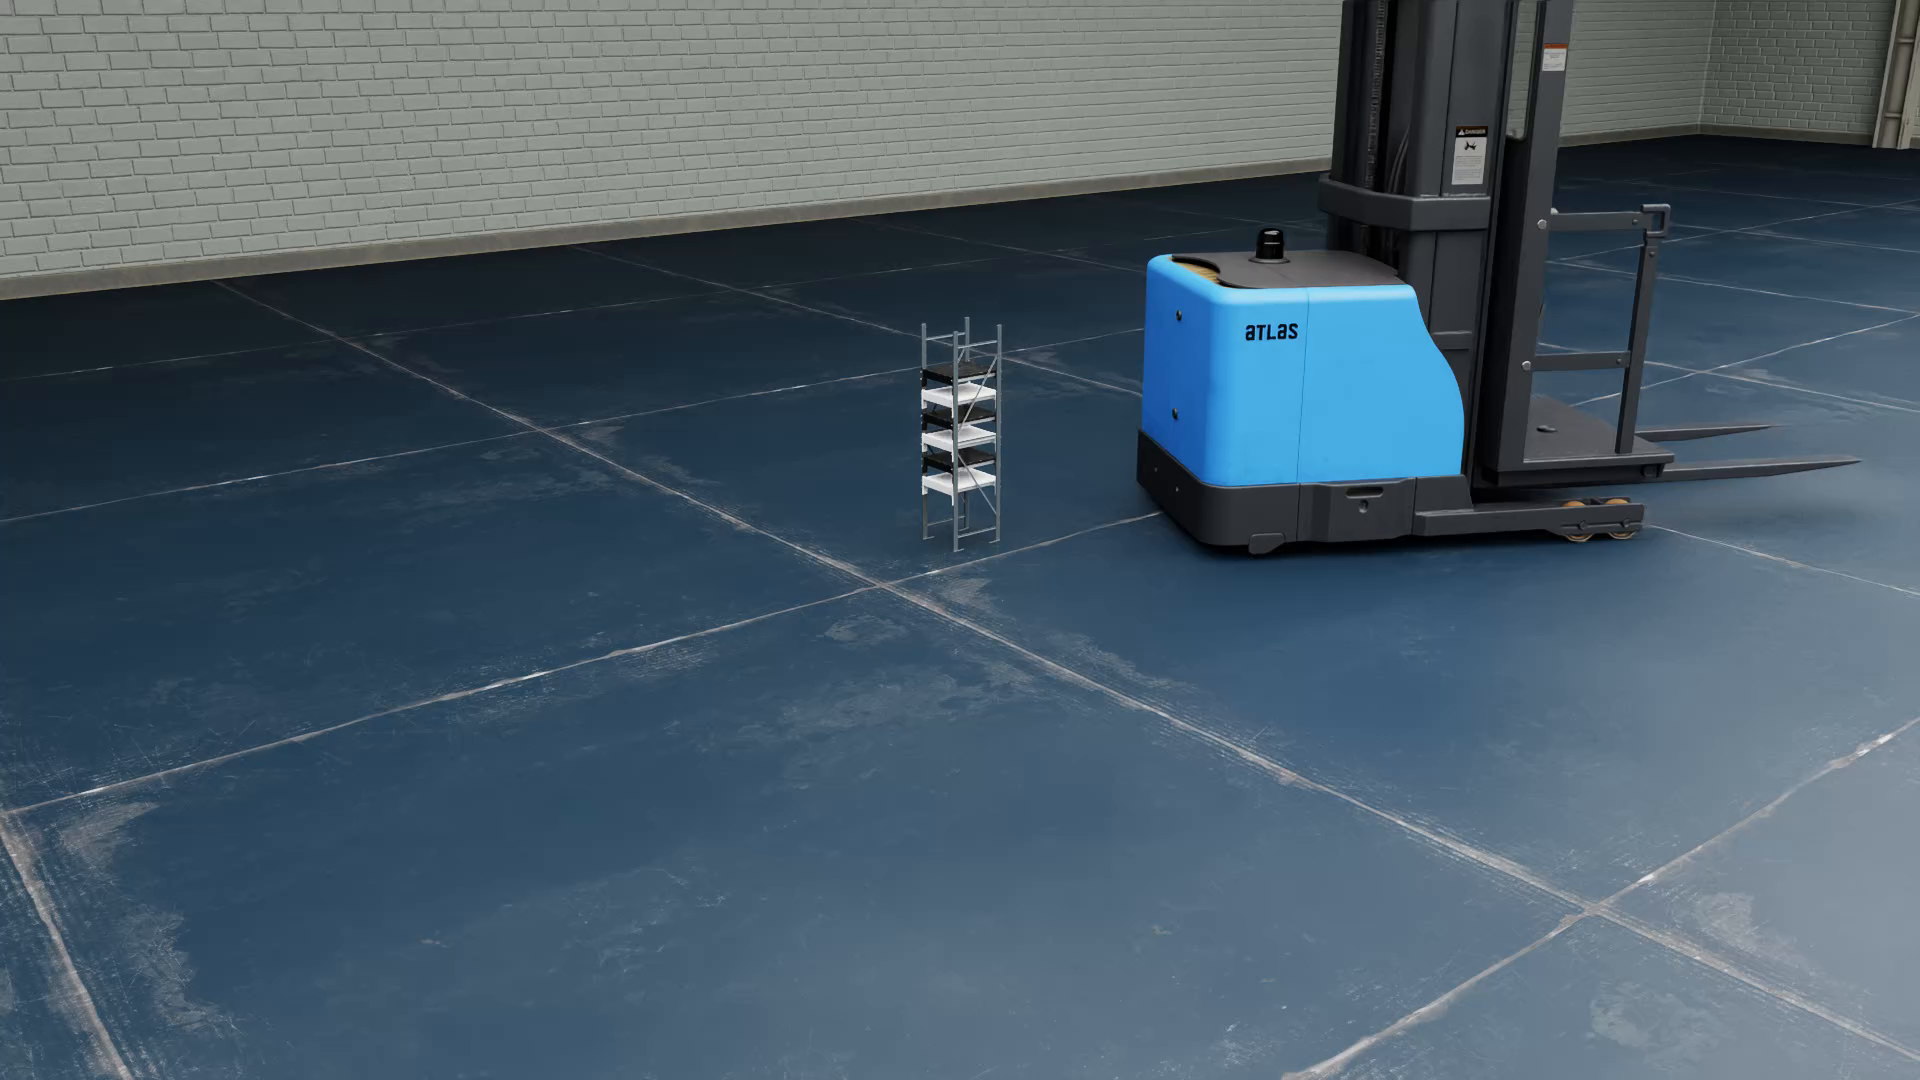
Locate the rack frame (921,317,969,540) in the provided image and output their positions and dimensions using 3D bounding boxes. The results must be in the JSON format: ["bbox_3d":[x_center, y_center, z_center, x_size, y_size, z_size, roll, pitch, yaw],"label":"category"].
[{"bbox_3d":[-0.058,-0.450,6.791,0.240,0.900,0.006,-14,23,-36],"label":"rack frame"}]

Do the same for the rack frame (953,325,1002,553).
[{"bbox_3d":[0.068,-0.400,6.639,0.240,0.900,0.006,-14,23,-36],"label":"rack frame"}]

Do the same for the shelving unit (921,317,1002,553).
[{"bbox_3d":[0.005,-0.425,6.715,0.258,0.900,0.210,-14,23,-36],"label":"shelving unit"}]

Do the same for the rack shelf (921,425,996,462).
[{"bbox_3d":[0.005,-0.394,6.725,0.258,0.077,0.200,-14,23,-36],"label":"rack shelf"}]

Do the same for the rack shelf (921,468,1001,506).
[{"bbox_3d":[0.005,-0.223,6.782,0.258,0.077,0.200,-14,23,-36],"label":"rack shelf"}]

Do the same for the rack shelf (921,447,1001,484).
[{"bbox_3d":[0.005,-0.308,6.754,0.258,0.077,0.200,-14,23,-36],"label":"rack shelf"}]

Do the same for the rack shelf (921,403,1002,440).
[{"bbox_3d":[0.005,-0.479,6.697,0.258,0.077,0.200,-14,23,-36],"label":"rack shelf"}]

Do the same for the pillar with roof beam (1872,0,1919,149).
[{"bbox_3d":[9.989,-9.066,19.925,9.100,9.000,0.400,-14,23,-36],"label":"pillar with roof beam"}]

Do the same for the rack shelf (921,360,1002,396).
[{"bbox_3d":[0.005,-0.650,6.641,0.258,0.077,0.200,-14,23,-36],"label":"rack shelf"}]

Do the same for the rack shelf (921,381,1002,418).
[{"bbox_3d":[0.005,-0.564,6.669,0.258,0.077,0.200,-14,23,-36],"label":"rack shelf"}]

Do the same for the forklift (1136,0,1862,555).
[{"bbox_3d":[2.358,-1.542,6.856,3.031,2.935,1.130,-3,19,-10],"label":"forklift"}]
